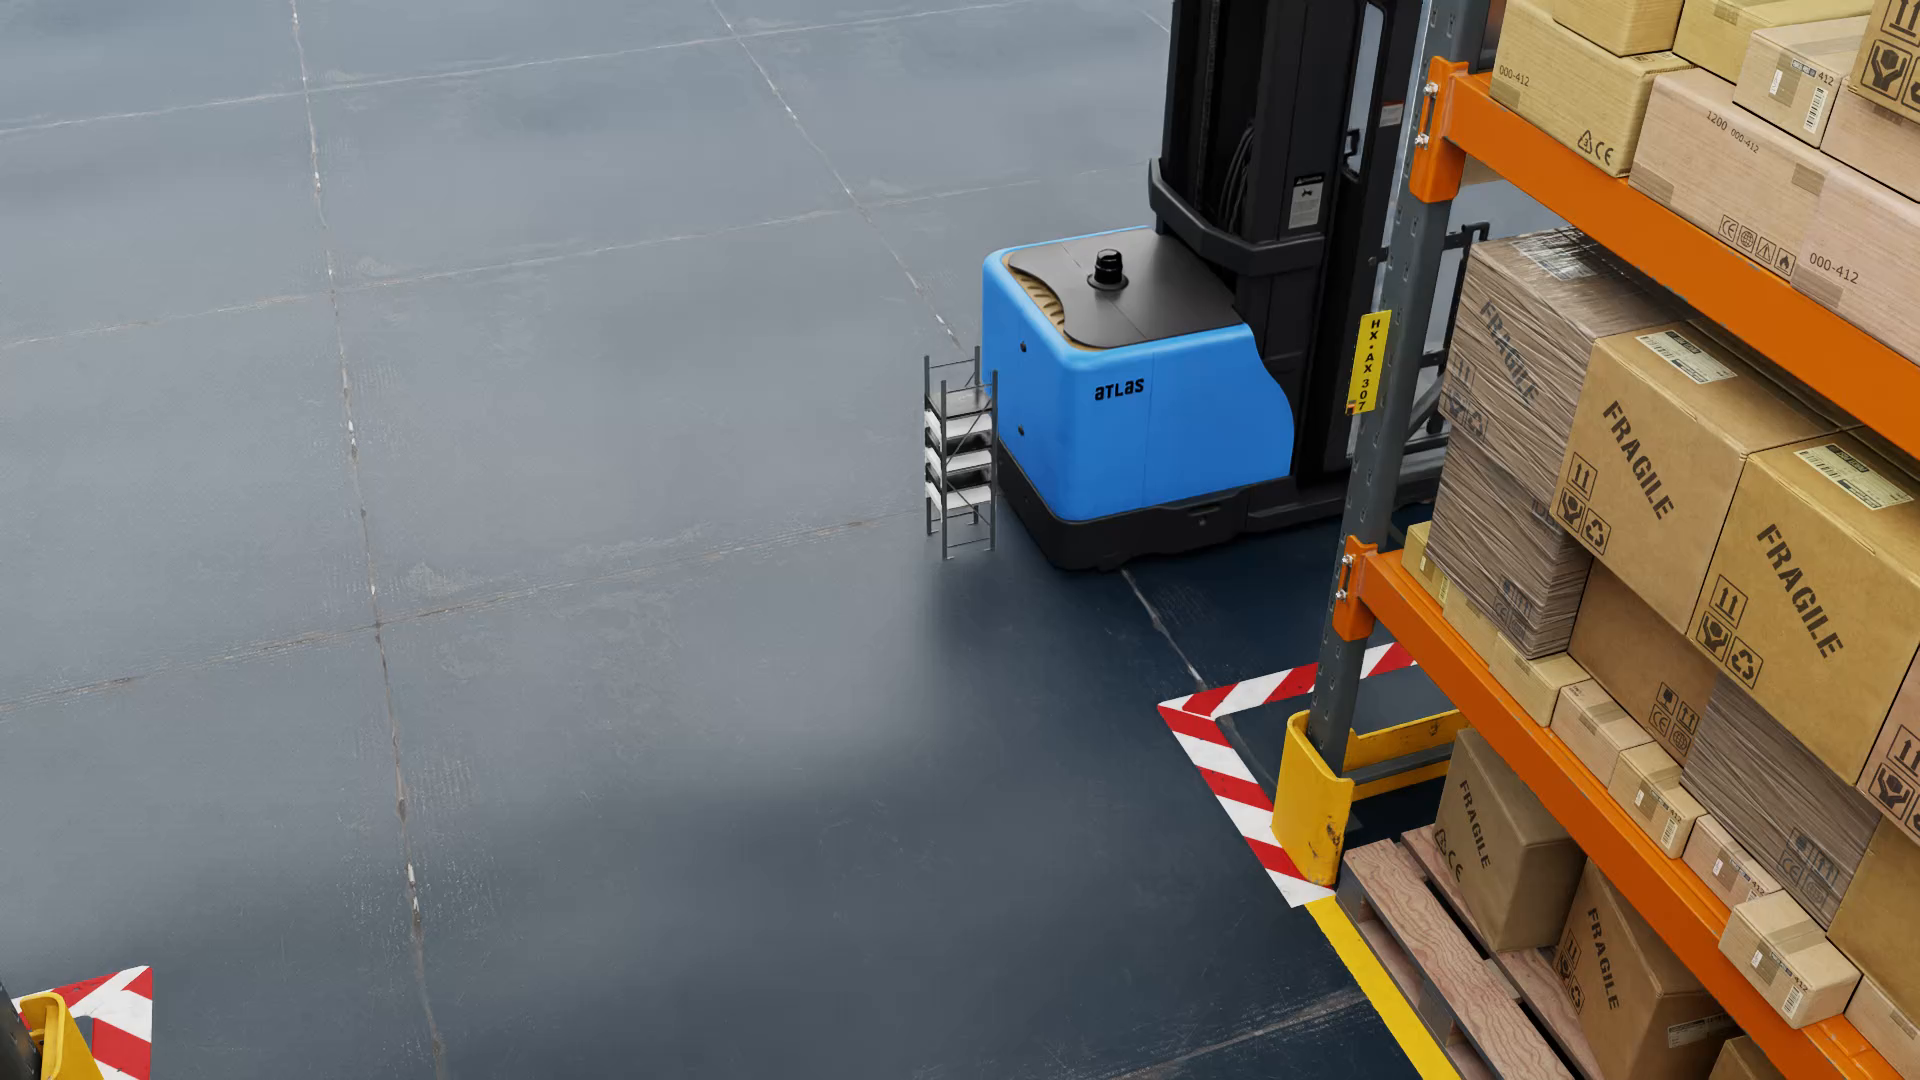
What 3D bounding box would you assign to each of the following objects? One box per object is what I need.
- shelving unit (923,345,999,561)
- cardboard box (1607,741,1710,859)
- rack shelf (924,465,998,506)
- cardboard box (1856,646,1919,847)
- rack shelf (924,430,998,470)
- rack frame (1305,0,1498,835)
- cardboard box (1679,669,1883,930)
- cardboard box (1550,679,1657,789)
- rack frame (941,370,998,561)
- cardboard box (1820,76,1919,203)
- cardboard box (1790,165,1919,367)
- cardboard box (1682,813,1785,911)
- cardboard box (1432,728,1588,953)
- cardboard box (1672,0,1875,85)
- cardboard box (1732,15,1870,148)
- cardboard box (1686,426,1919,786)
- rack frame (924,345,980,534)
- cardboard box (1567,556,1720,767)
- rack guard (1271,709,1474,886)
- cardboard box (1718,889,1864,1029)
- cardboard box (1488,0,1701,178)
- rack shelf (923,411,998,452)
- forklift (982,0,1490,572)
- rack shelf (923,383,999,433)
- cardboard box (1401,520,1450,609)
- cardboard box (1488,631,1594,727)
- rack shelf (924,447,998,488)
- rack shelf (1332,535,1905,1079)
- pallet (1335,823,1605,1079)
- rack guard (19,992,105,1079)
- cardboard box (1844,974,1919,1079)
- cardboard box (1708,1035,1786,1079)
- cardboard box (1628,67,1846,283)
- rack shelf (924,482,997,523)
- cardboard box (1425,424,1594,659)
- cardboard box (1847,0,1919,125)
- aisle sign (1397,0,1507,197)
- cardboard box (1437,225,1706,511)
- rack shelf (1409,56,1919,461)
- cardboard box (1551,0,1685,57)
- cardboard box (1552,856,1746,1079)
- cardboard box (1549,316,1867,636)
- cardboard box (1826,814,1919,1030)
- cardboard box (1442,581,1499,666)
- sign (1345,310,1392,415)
[{"bbox_3d":[0.003,-0.355,6.973,0.258,0.900,0.210,-12,39,-16],"label":"shelving unit"},{"bbox_3d":[1.865,0.614,4.150,0.380,0.149,0.250,-12,39,-16],"label":"cardboard box"},{"bbox_3d":[0.003,-0.256,7.047,0.258,0.077,0.200,-12,39,-16],"label":"rack shelf"},{"bbox_3d":[2.116,0.391,3.077,0.500,0.500,0.500,-12,39,-16],"label":"cardboard box"},{"bbox_3d":[0.003,-0.400,6.939,0.258,0.077,0.200,-12,39,-16],"label":"rack shelf"},{"bbox_3d":[1.666,-0.266,5.110,1.000,3.000,0.127,-12,39,-16],"label":"rack frame"},{"bbox_3d":[2.245,0.441,3.841,0.875,0.500,0.500,-12,39,-16],"label":"cardboard box"},{"bbox_3d":[1.785,0.471,4.340,0.380,0.149,0.250,-12,39,-16],"label":"cardboard box"},{"bbox_3d":[0.038,-0.297,6.897,0.240,0.900,0.006,-12,39,-16],"label":"rack frame"},{"bbox_3d":[1.851,-0.769,3.078,0.380,0.149,0.250,-13,39,-16],"label":"cardboard box"},{"bbox_3d":[1.939,-0.507,3.062,0.500,0.250,0.500,-13,39,-16],"label":"cardboard box"},{"bbox_3d":[1.976,0.750,3.970,0.380,0.149,0.250,-12,39,-16],"label":"cardboard box"},{"bbox_3d":[1.865,0.921,5.262,0.500,0.500,0.500,-6,37,-7],"label":"cardboard box"},{"bbox_3d":[1.744,-1.076,3.486,0.380,0.149,0.250,-13,39,-17],"label":"cardboard box"},{"bbox_3d":[1.771,-0.907,3.262,0.380,0.149,0.250,-11,38,-14],"label":"cardboard box"},{"bbox_3d":[1.938,0.109,3.450,0.500,0.500,0.500,-12,39,-16],"label":"cardboard box"},{"bbox_3d":[-0.032,-0.412,7.049,0.240,0.900,0.006,-12,39,-16],"label":"rack frame"},{"bbox_3d":[2.114,0.150,4.228,0.875,0.500,0.500,-12,39,-16],"label":"cardboard box"},{"bbox_3d":[1.692,0.776,5.805,1.175,0.500,0.348,-12,39,-16],"label":"rack guard"},{"bbox_3d":[1.965,0.912,3.754,0.380,0.149,0.250,-12,39,-16],"label":"cardboard box"},{"bbox_3d":[1.589,-1.078,3.820,0.500,0.250,0.500,-11,38,-15],"label":"cardboard box"},{"bbox_3d":[0.003,-0.472,6.885,0.258,0.077,0.200,-12,39,-16],"label":"rack shelf"},{"bbox_3d":[1.655,-1.580,6.911,3.031,2.935,1.130,-12,39,-16],"label":"forklift"},{"bbox_3d":[0.003,-0.544,6.831,0.258,0.077,0.200,-12,39,-16],"label":"rack shelf"},{"bbox_3d":[1.540,0.045,4.906,0.380,0.149,0.250,-12,39,-16],"label":"cardboard box"},{"bbox_3d":[1.680,0.335,4.522,0.380,0.149,0.250,-12,39,-16],"label":"cardboard box"},{"bbox_3d":[0.003,-0.328,6.993,0.258,0.077,0.200,-12,39,-16],"label":"rack shelf"},{"bbox_3d":[2.354,1.151,3.826,1.077,0.370,4.000,-12,39,-16],"label":"rack shelf"},{"bbox_3d":[1.938,1.357,5.273,1.003,0.211,1.213,-12,39,-16],"label":"pallet"},{"bbox_3d":[-3.034,1.689,4.592,1.175,0.500,0.348,-12,39,-16],"label":"rack guard"},{"bbox_3d":[2.176,1.026,3.603,0.380,0.149,0.250,-12,39,-16],"label":"cardboard box"},{"bbox_3d":[2.300,1.609,4.349,0.500,0.500,0.500,-9,38,-12],"label":"cardboard box"},{"bbox_3d":[1.772,-0.788,3.435,0.500,0.250,0.500,-13,39,-17],"label":"cardboard box"},{"bbox_3d":[0.003,-0.184,7.102,0.258,0.077,0.200,-12,39,-16],"label":"rack shelf"},{"bbox_3d":[1.829,-0.108,4.570,0.875,0.500,0.500,-12,39,-16],"label":"cardboard box"},{"bbox_3d":[1.923,-0.928,2.749,0.500,0.500,0.500,-13,39,-16],"label":"cardboard box"},{"bbox_3d":[1.363,-1.277,4.291,0.394,0.787,0.004,-12,39,-16],"label":"aisle sign"},{"bbox_3d":[1.599,-0.457,4.202,0.500,0.500,0.500,-12,39,-16],"label":"cardboard box"},{"bbox_3d":[2.354,-0.047,2.924,1.077,0.370,4.000,-12,39,-16],"label":"rack shelf"},{"bbox_3d":[1.542,-1.193,3.641,0.380,0.149,0.250,-12,39,-15],"label":"cardboard box"},{"bbox_3d":[2.103,1.252,4.823,0.500,0.500,0.500,-3,37,-4],"label":"cardboard box"},{"bbox_3d":[1.765,-0.173,3.825,0.500,0.500,0.500,-12,39,-16],"label":"cardboard box"},{"bbox_3d":[2.406,0.726,3.463,0.875,0.500,0.500,-12,39,-16],"label":"cardboard box"},{"bbox_3d":[1.608,0.190,4.713,0.380,0.149,0.250,-12,39,-16],"label":"cardboard box"},{"bbox_3d":[1.156,-0.499,4.700,0.100,0.325,0.005,-12,39,-16],"label":"sign"}]
